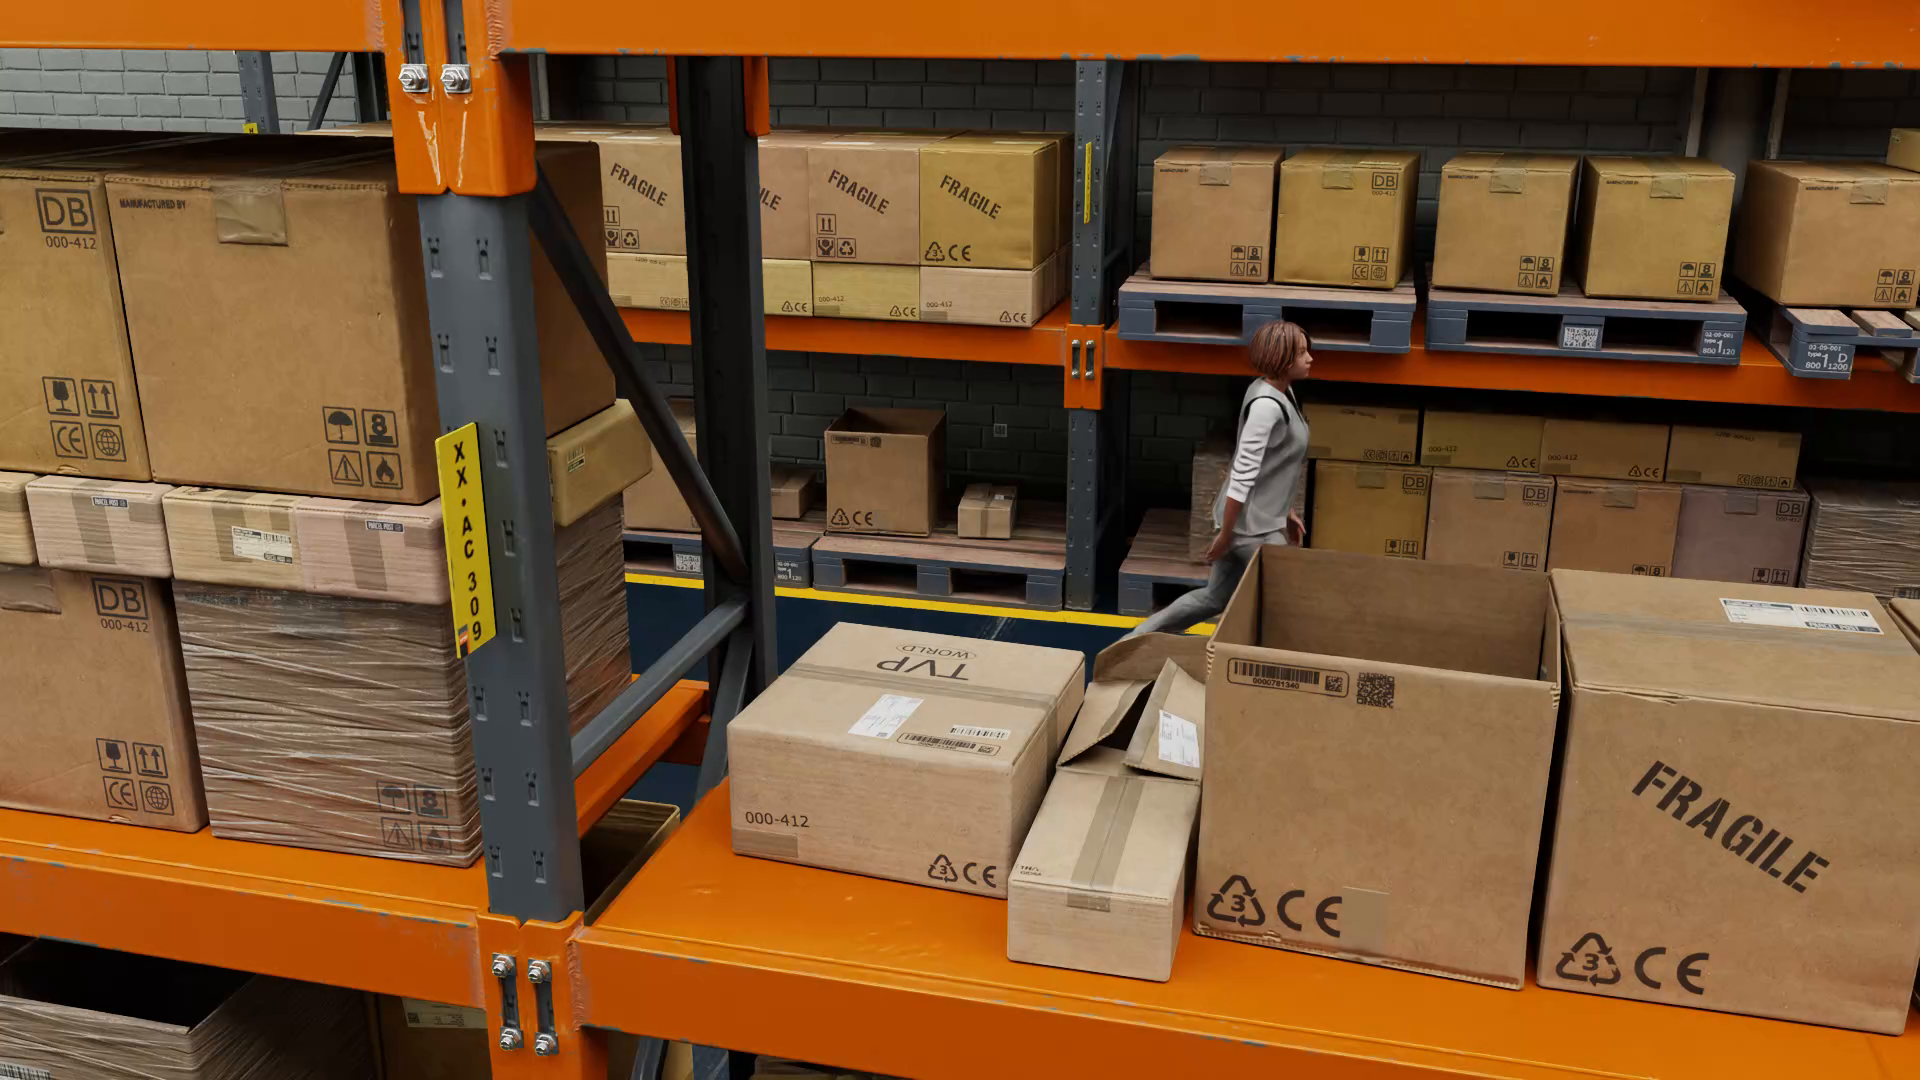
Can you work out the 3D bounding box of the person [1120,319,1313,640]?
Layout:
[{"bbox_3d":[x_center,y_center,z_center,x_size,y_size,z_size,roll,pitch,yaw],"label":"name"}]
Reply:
[{"bbox_3d":[1.057,-0.069,6.290,0.912,1.554,0.405,3,19,9],"label":"person"}]
